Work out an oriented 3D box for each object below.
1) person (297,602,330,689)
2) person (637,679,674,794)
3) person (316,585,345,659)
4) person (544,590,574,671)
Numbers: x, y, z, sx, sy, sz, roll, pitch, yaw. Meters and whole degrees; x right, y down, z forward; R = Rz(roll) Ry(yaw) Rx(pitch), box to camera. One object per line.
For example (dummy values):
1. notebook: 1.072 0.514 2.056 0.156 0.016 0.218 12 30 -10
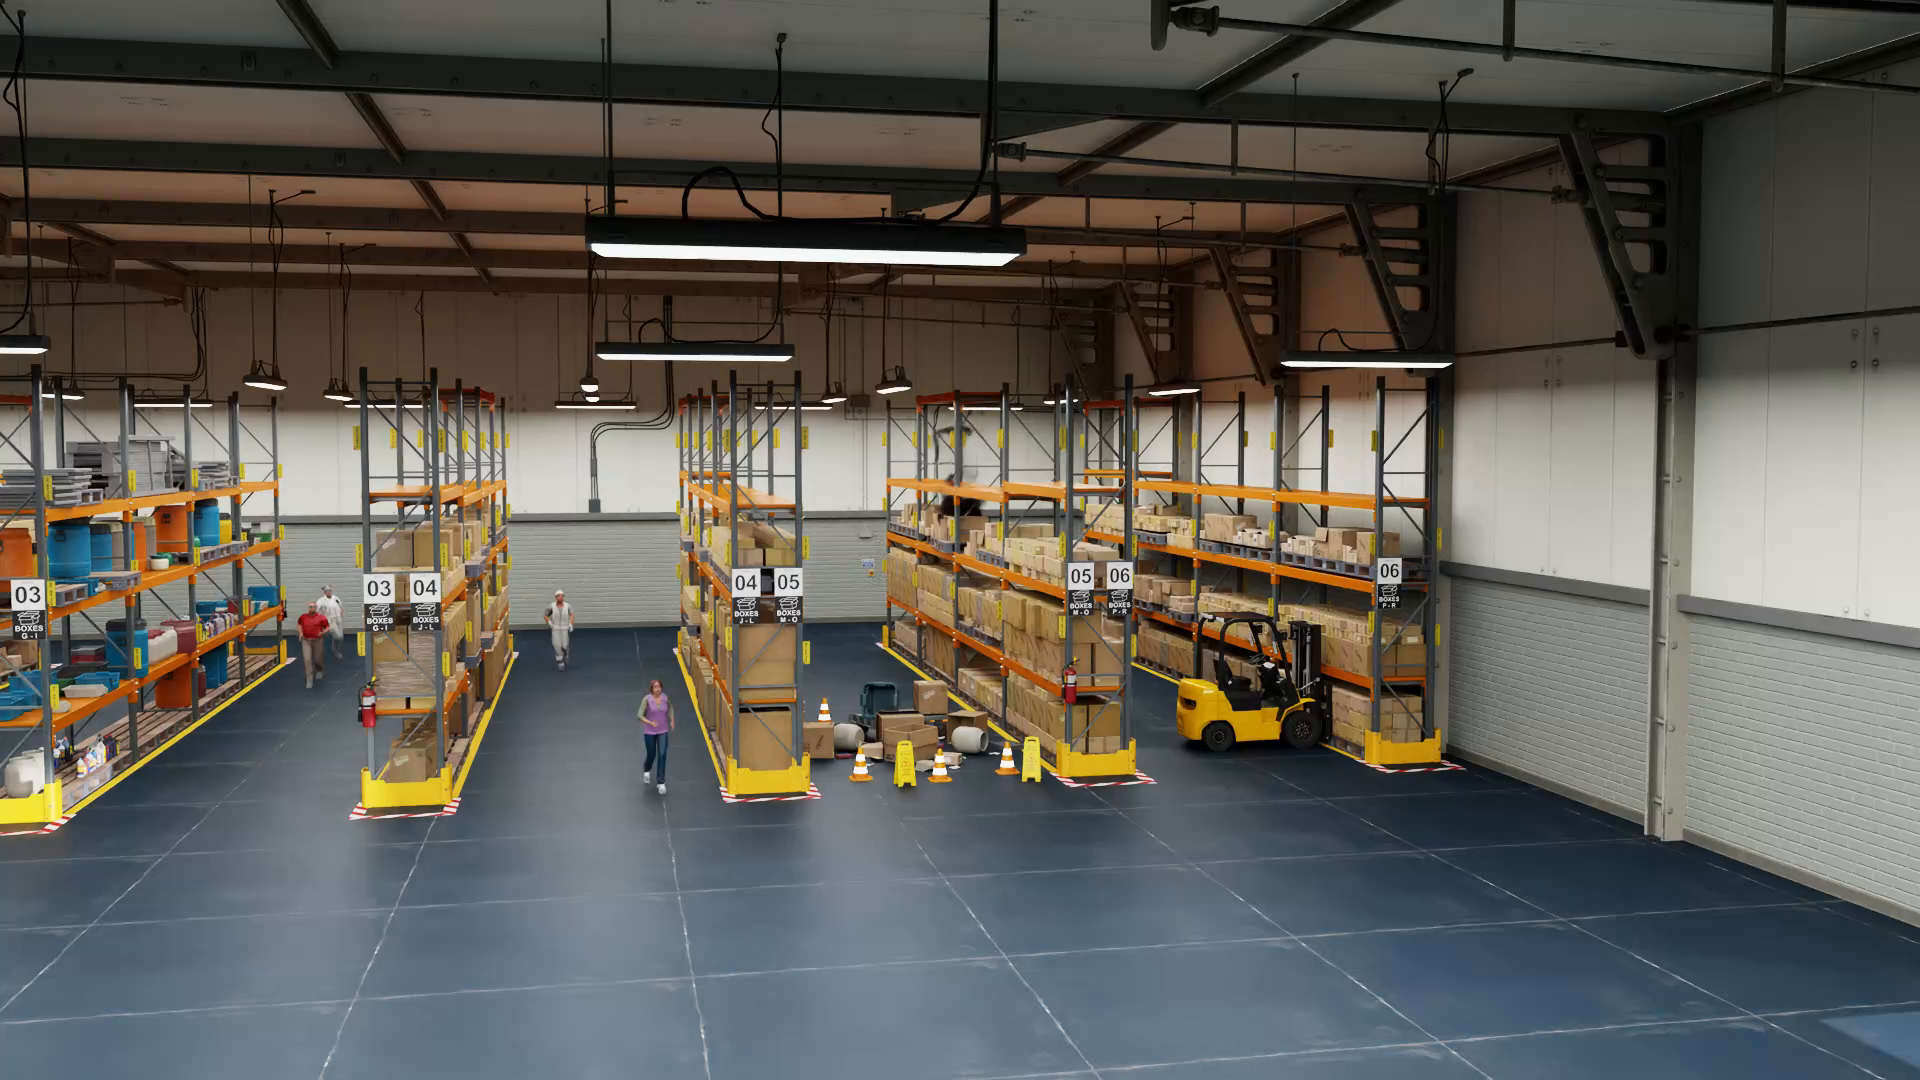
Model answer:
1. person: -13.219 2.127 33.984 0.664 1.736 0.956 -1 3 -14
2. person: -4.363 2.785 23.872 0.562 1.615 0.773 -1 4 -23
3. person: -14.382 1.888 38.094 0.613 1.748 0.717 2 4 34
4. person: -8.746 1.974 36.292 0.645 1.753 0.633 -1 4 -18
